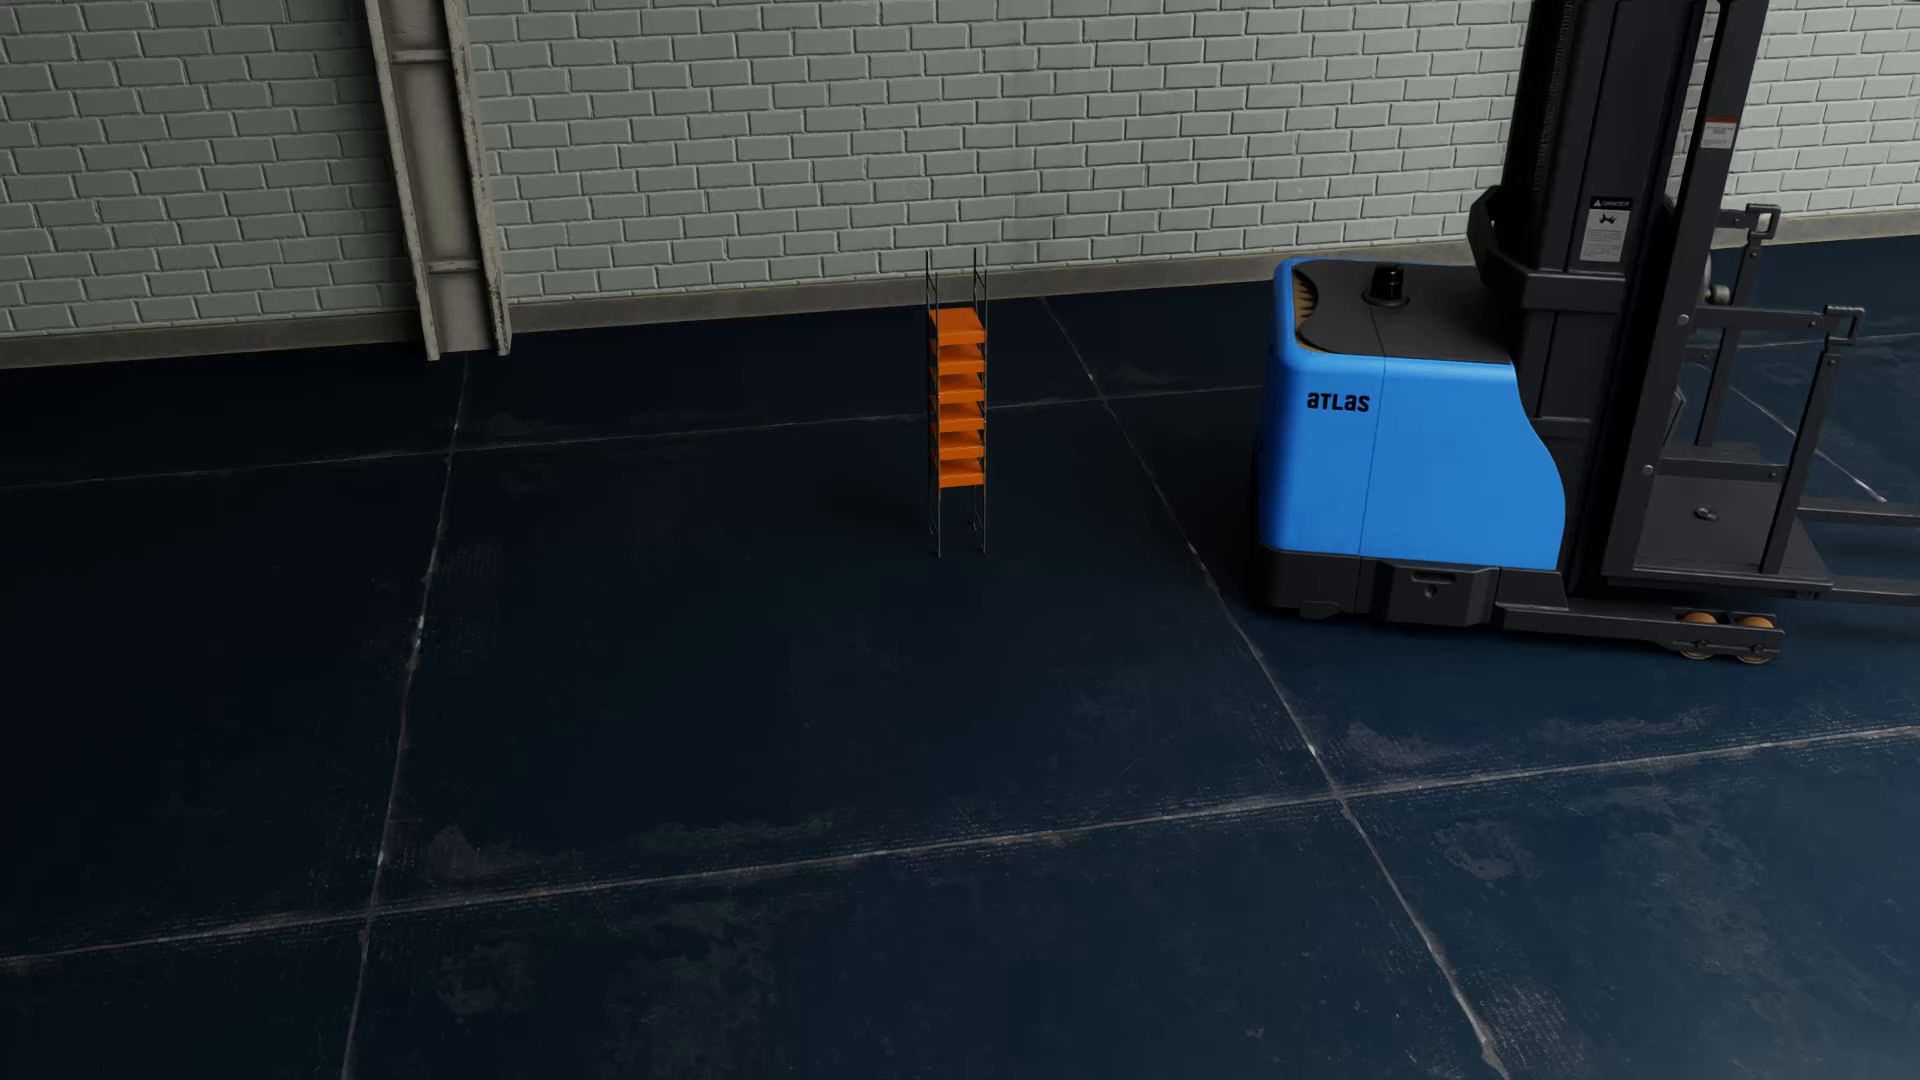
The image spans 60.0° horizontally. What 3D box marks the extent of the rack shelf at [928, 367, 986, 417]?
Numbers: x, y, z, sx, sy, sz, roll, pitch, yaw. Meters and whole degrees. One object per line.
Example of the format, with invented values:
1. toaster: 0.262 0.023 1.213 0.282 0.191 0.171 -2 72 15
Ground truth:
1. rack shelf: -0.014 -0.581 6.405 0.180 0.103 0.258 -5 31 -9

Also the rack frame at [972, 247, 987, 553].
1. rack frame: 0.076 -0.524 6.458 0.006 1.200 0.240 -5 31 -9

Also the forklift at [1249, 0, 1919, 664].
1. forklift: 2.655 -1.108 5.742 3.031 2.935 1.130 4 31 7

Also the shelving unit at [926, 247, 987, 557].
1. shelving unit: -0.014 -0.516 6.444 0.189 1.200 0.258 -5 31 -9

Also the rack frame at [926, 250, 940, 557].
1. rack frame: -0.104 -0.508 6.429 0.006 1.200 0.240 -5 31 -9

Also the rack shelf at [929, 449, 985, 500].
1. rack shelf: -0.014 -0.271 6.588 0.180 0.103 0.258 -5 31 -9

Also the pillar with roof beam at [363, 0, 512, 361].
1. pillar with roof beam: -1.706 -2.719 2.497 0.400 9.000 9.100 -5 31 -9

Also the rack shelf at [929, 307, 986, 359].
1. rack shelf: -0.014 -0.788 6.284 0.180 0.103 0.258 -5 31 -9

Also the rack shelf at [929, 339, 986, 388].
1. rack shelf: -0.014 -0.684 6.344 0.180 0.103 0.258 -5 31 -9

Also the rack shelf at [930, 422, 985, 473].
1. rack shelf: -0.014 -0.374 6.527 0.180 0.103 0.258 -5 31 -9

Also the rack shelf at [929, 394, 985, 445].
1. rack shelf: -0.014 -0.478 6.466 0.180 0.103 0.258 -5 31 -9
